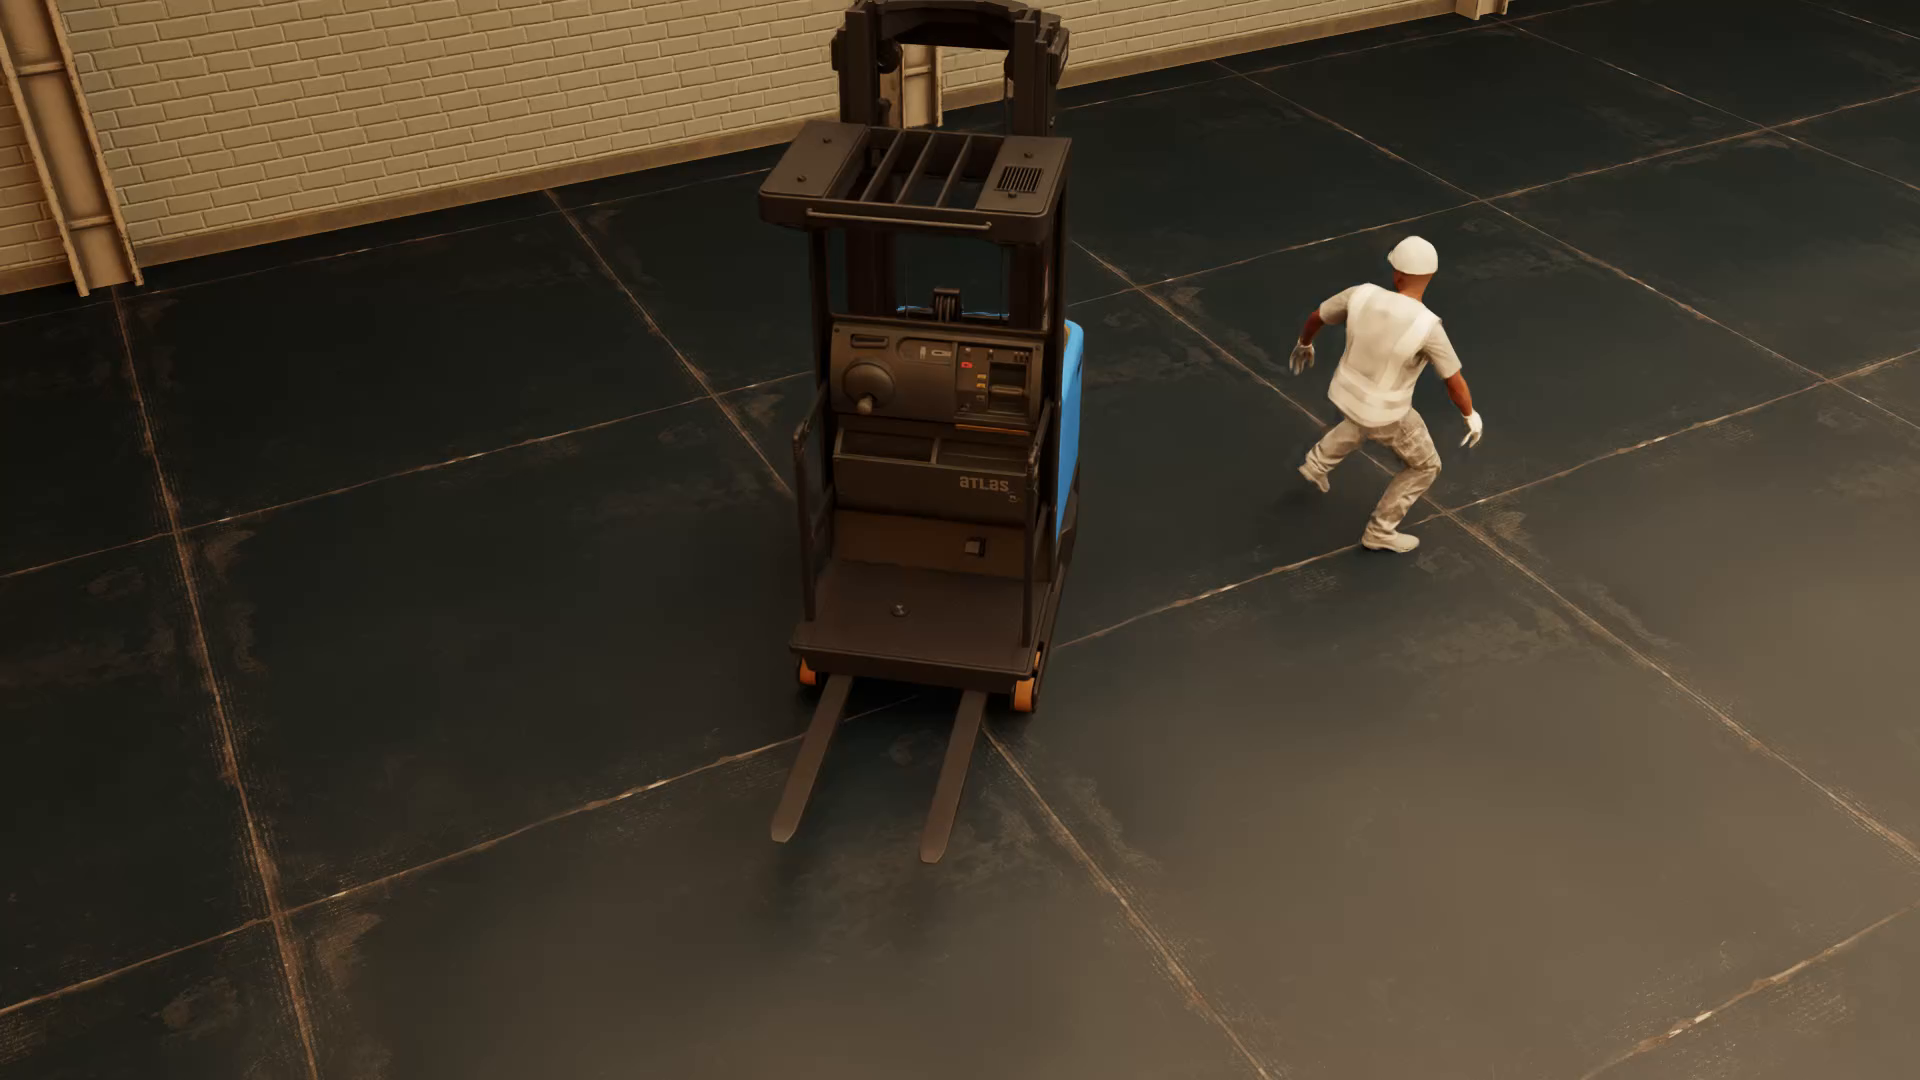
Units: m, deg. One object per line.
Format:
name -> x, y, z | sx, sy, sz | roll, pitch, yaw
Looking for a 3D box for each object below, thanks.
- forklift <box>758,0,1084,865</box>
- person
forklift -> -0.142, -0.645, 7.036 | 1.130, 2.935, 3.031 | 6, 36, 9
person -> 2.108, -0.743, 8.295 | 0.556, 1.667, 0.922 | -18, 39, -24
